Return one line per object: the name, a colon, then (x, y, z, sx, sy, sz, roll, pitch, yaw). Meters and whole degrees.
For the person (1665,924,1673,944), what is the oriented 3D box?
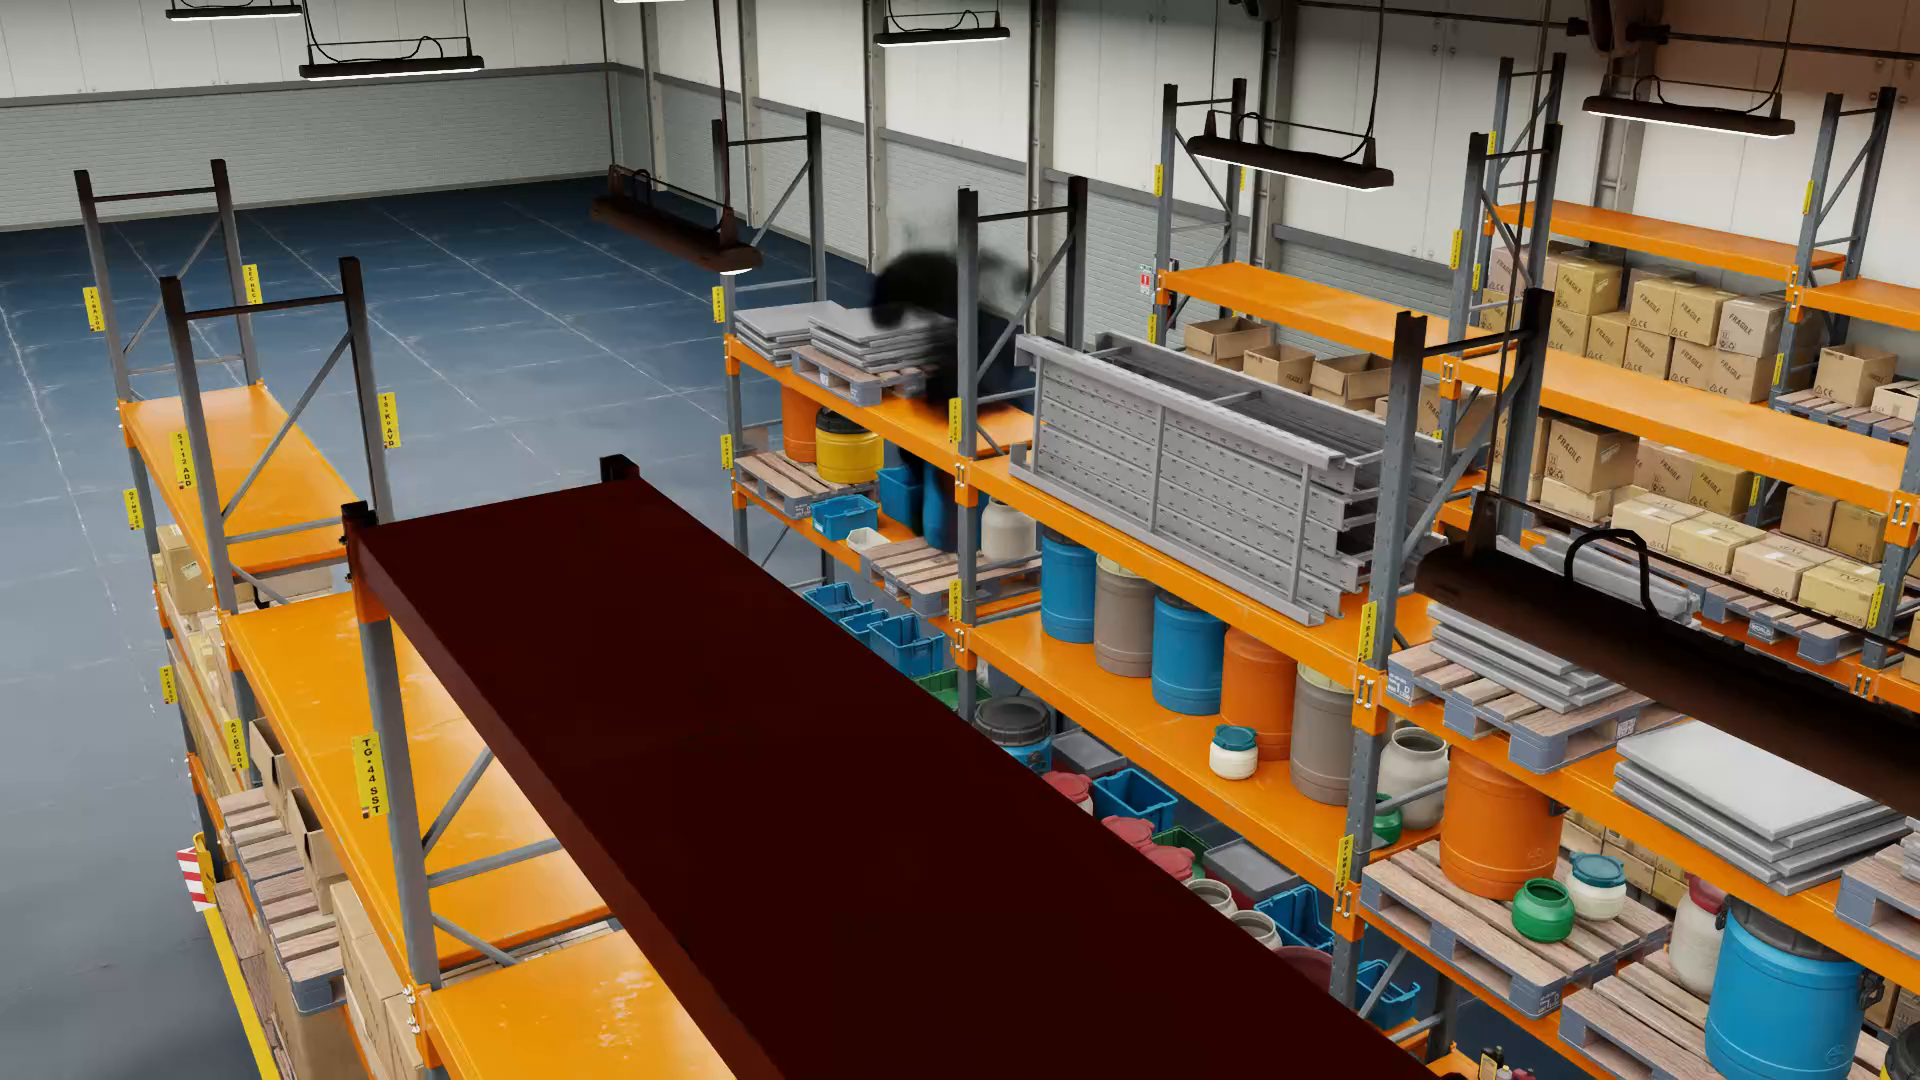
person: (4.628, 3.220, 11.269, 0.515, 1.556, 0.629, -20, 29, -40)

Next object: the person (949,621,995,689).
person: (0.113, 0.734, 16.619, 0.651, 1.648, 0.512, -17, 28, -37)

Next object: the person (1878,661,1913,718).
person: (8.273, 1.830, 14.530, 0.646, 1.712, 0.927, -20, 29, -41)
